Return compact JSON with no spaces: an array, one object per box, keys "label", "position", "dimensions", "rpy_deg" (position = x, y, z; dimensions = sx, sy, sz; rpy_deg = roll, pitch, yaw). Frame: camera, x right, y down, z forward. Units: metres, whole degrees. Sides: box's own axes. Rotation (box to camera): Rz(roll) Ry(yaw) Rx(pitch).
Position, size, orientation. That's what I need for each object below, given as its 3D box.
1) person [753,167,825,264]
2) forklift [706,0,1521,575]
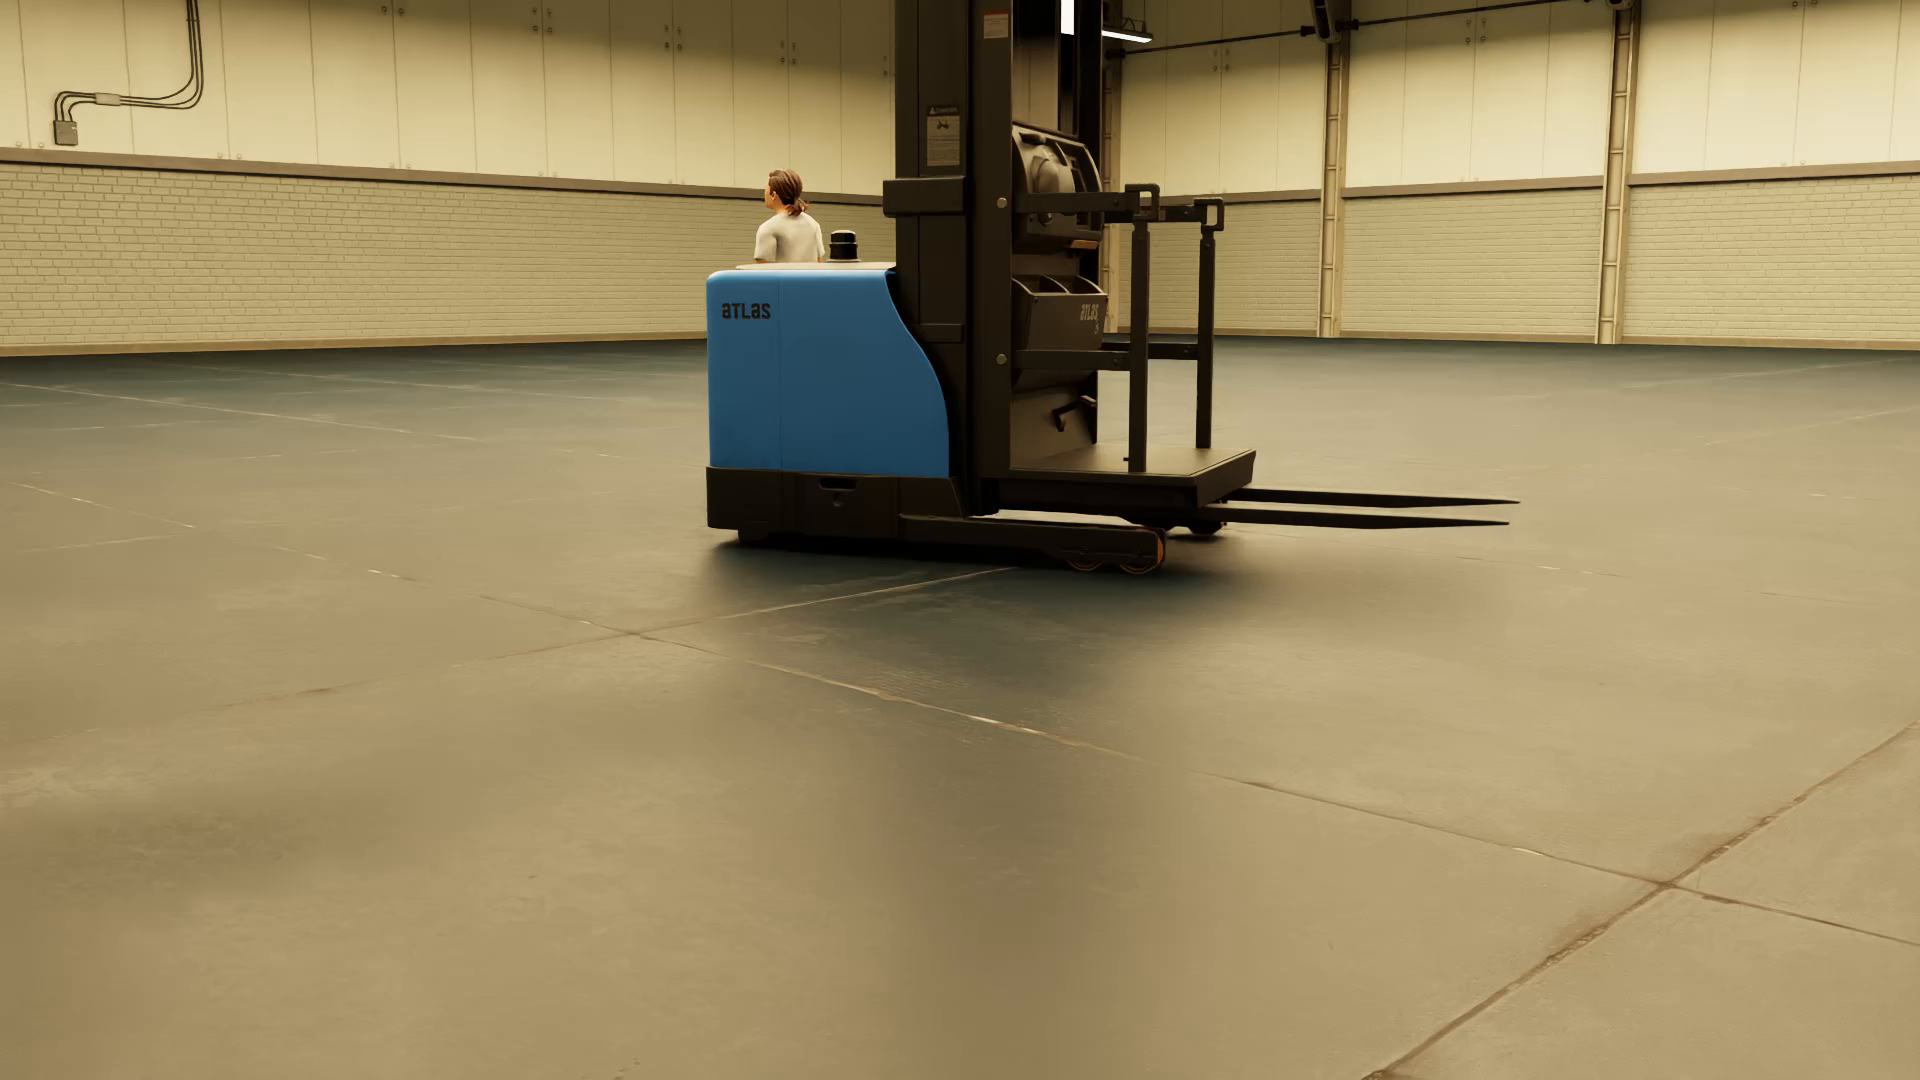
[{"label":"person","position":[-1.046,-1.285,9.575],"dimensions":[0.548,1.673,0.550],"rpy_deg":[8,12,44]},{"label":"forklift","position":[0.565,-1.416,6.275],"dimensions":[3.031,2.935,1.130],"rpy_deg":[3,9,22]}]
